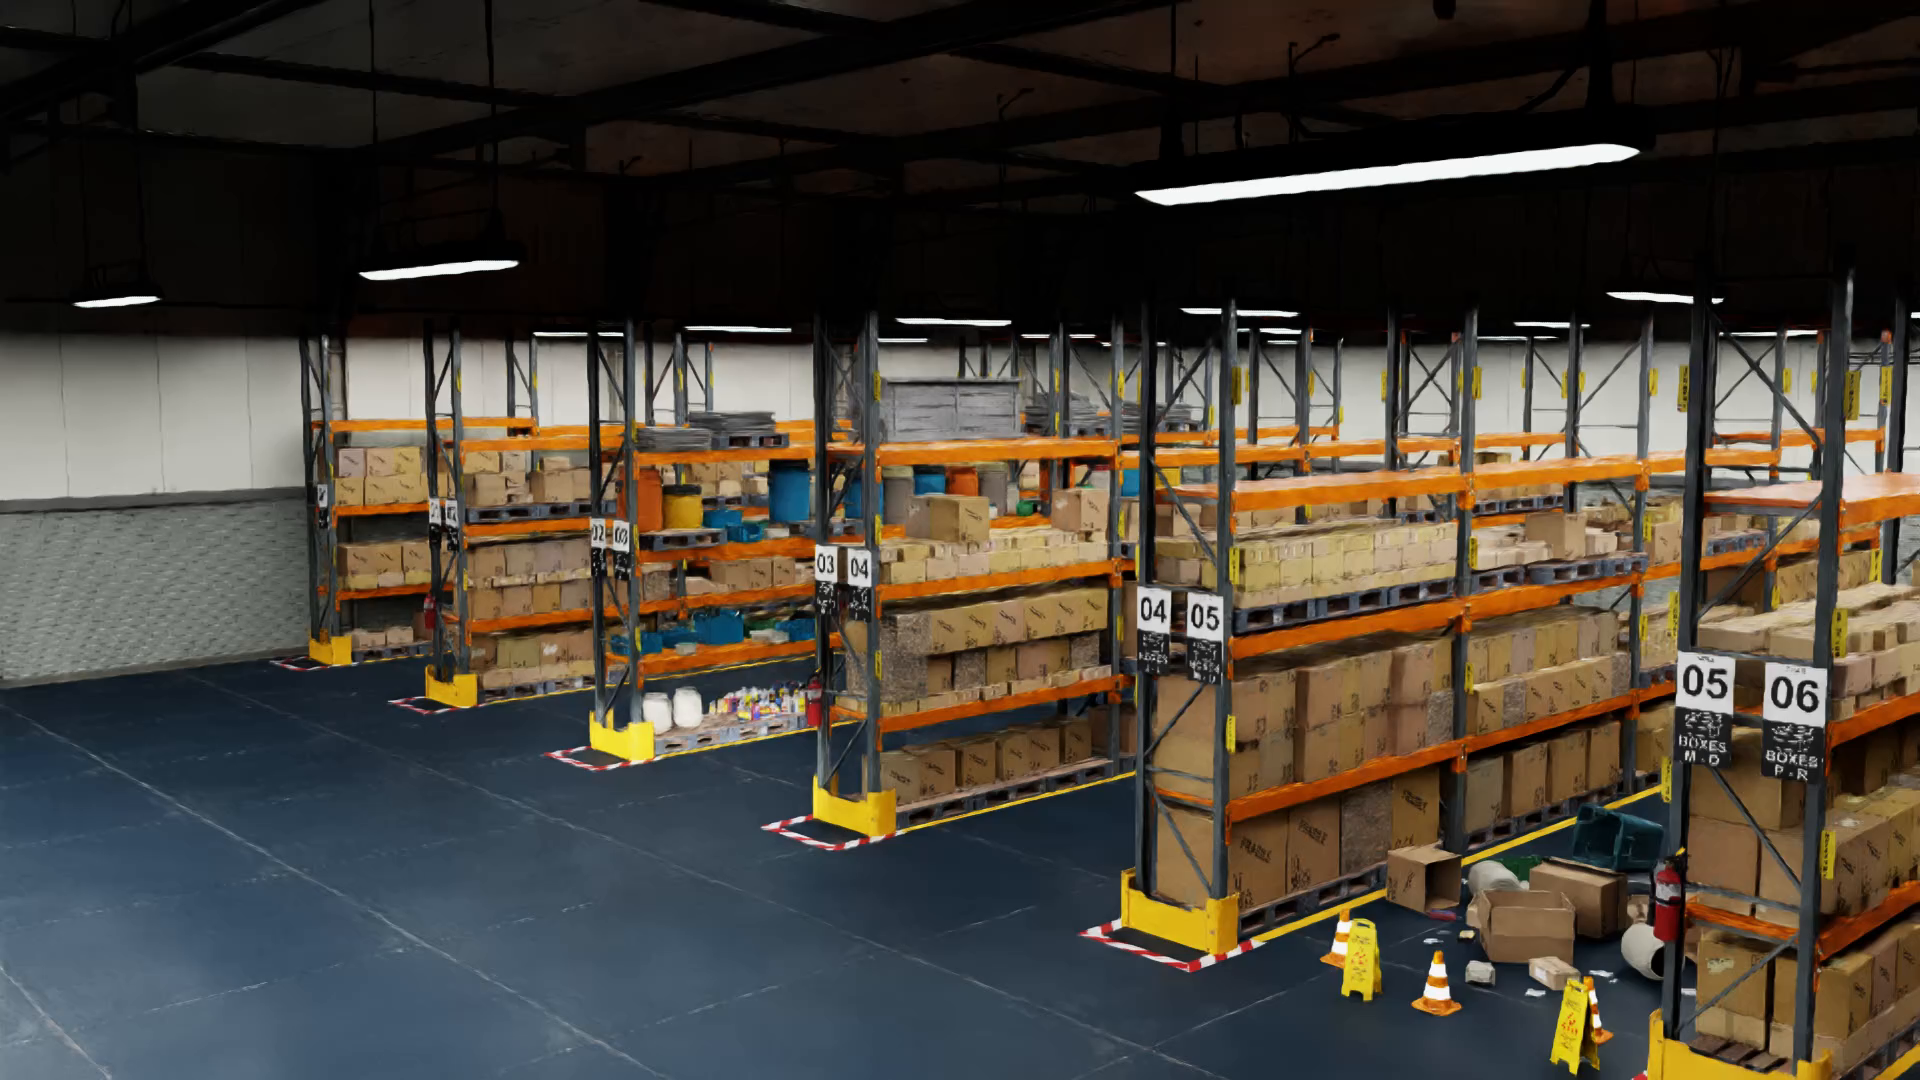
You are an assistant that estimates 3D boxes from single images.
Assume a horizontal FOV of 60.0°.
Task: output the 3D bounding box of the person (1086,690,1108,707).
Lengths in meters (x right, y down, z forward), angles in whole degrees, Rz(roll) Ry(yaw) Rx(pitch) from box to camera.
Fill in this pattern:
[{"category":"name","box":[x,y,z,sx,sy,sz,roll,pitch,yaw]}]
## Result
[{"category":"person","box":[2.047,1.996,23.880,0.519,1.541,0.566,-6,8,-45]}]
